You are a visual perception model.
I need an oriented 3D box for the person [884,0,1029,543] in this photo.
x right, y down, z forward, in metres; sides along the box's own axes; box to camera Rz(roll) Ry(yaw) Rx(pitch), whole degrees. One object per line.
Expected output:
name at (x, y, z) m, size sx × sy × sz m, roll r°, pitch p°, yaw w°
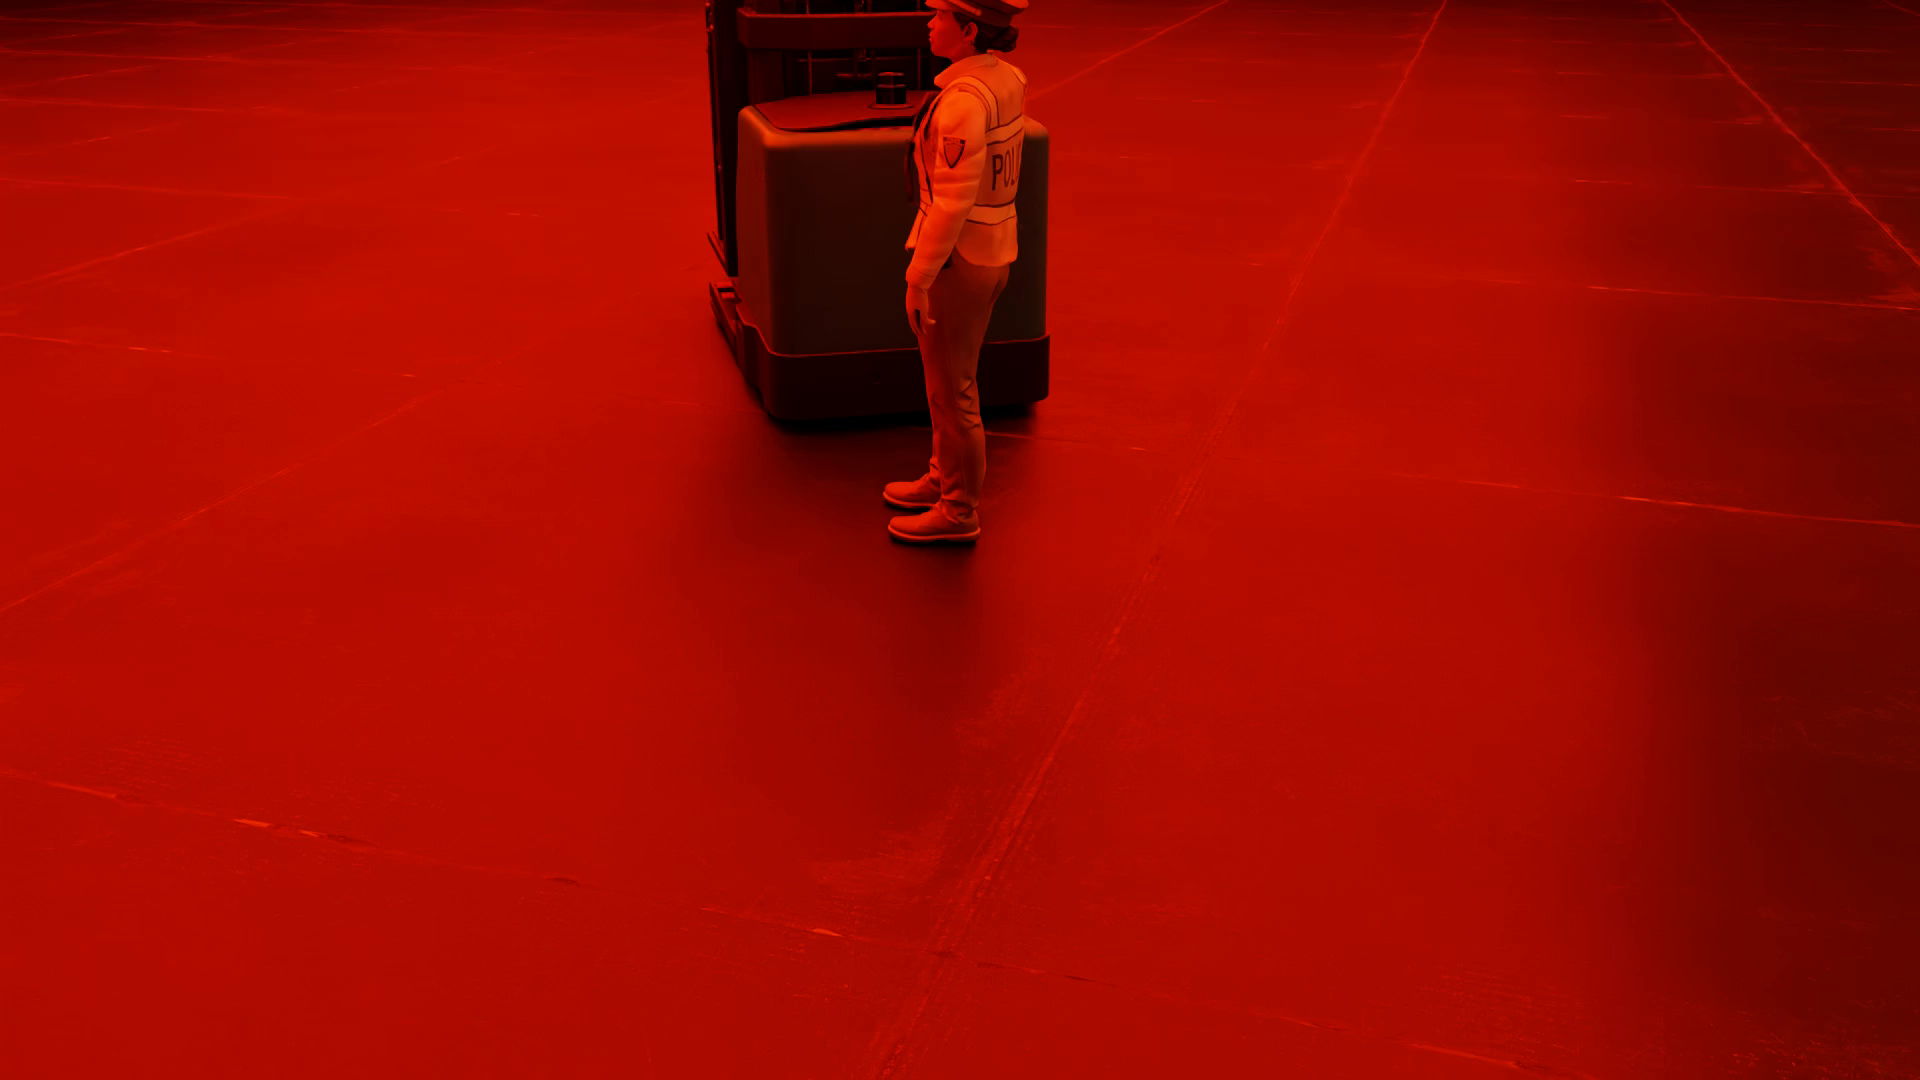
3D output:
person at (-0.063, -0.800, 4.819) m, size 0.531 × 1.695 × 0.588 m, roll 7°, pitch 23°, yaw 16°

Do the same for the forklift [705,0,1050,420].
forklift at (-0.518, -2.317, 6.892) m, size 1.130 × 2.935 × 3.031 m, roll -5°, pitch 23°, yaw -13°
